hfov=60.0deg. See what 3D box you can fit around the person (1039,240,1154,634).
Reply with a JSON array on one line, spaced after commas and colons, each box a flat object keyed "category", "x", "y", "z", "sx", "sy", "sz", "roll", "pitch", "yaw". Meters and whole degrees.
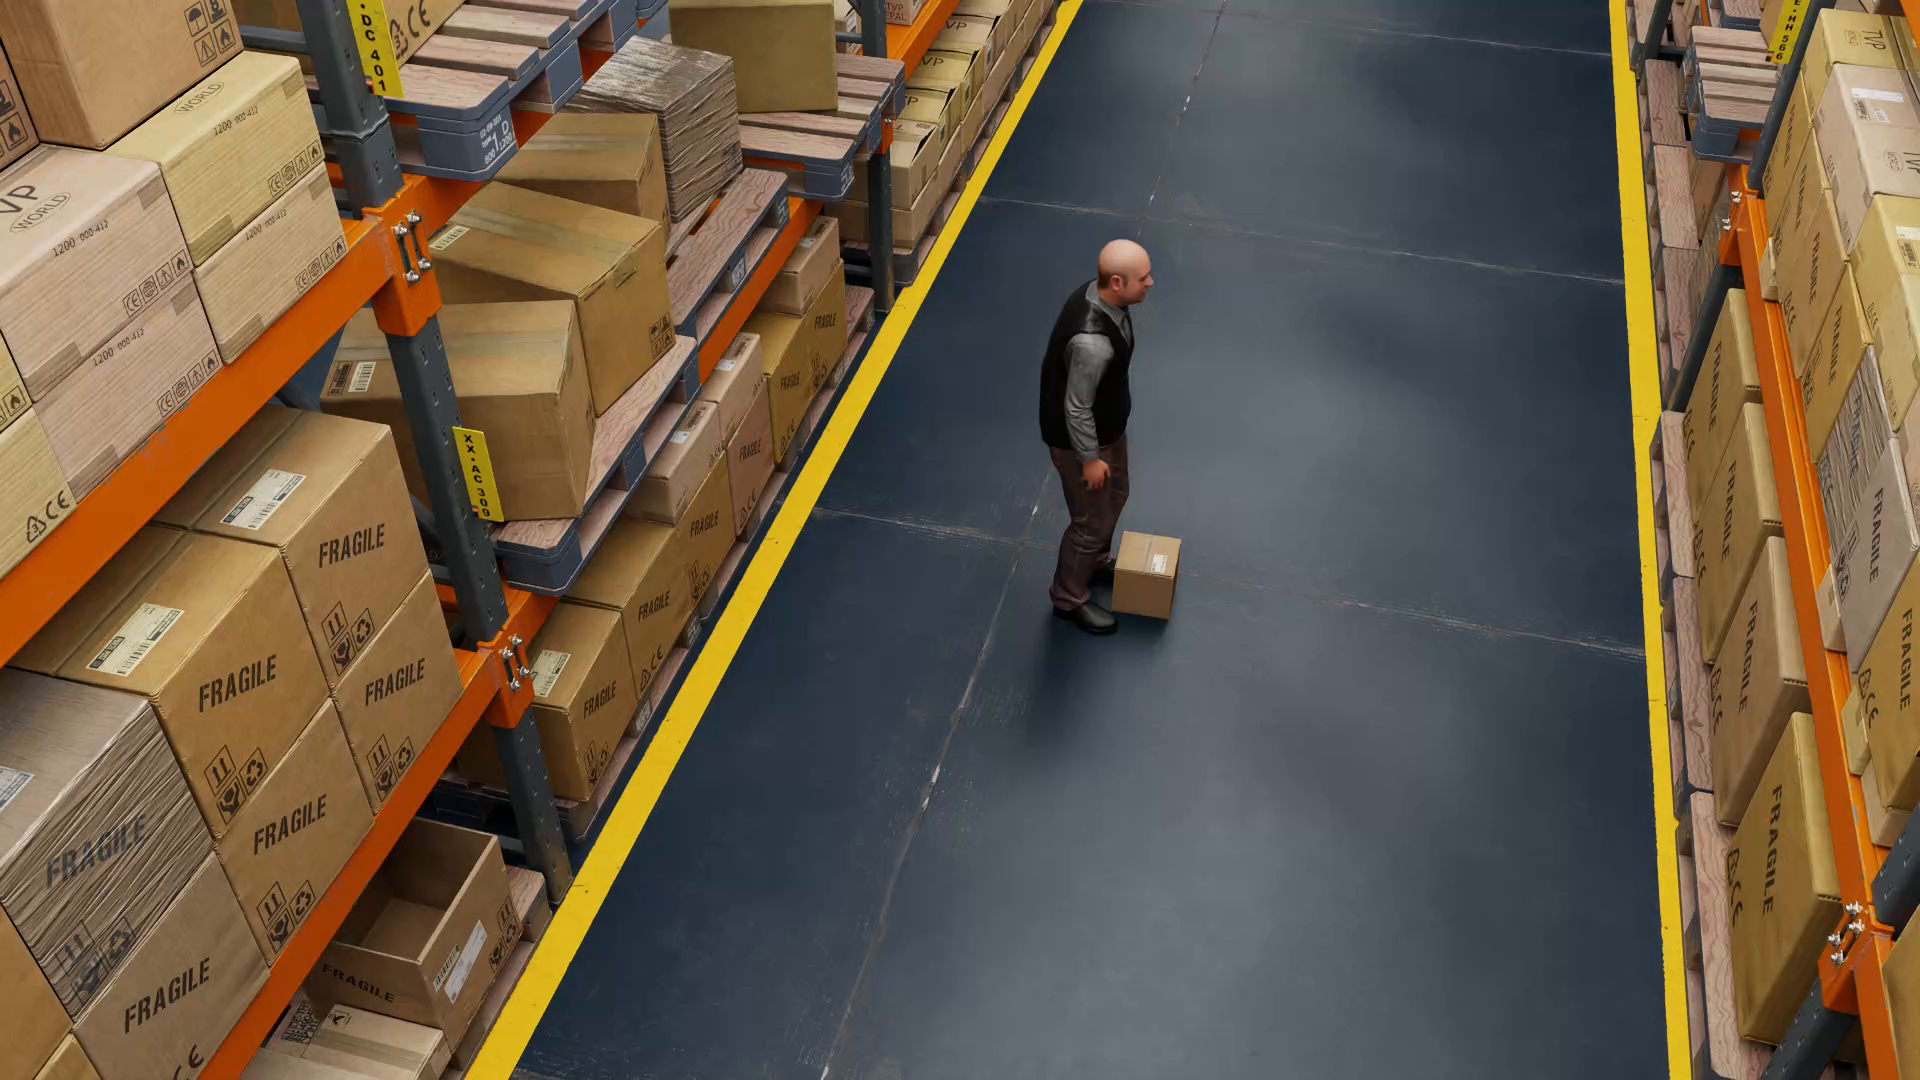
[{"category": "person", "x": 0.548, "y": -0.442, "z": 6.690, "sx": 0.460, "sy": 1.720, "sz": 0.580, "roll": 10, "pitch": 42, "yaw": 11}]
